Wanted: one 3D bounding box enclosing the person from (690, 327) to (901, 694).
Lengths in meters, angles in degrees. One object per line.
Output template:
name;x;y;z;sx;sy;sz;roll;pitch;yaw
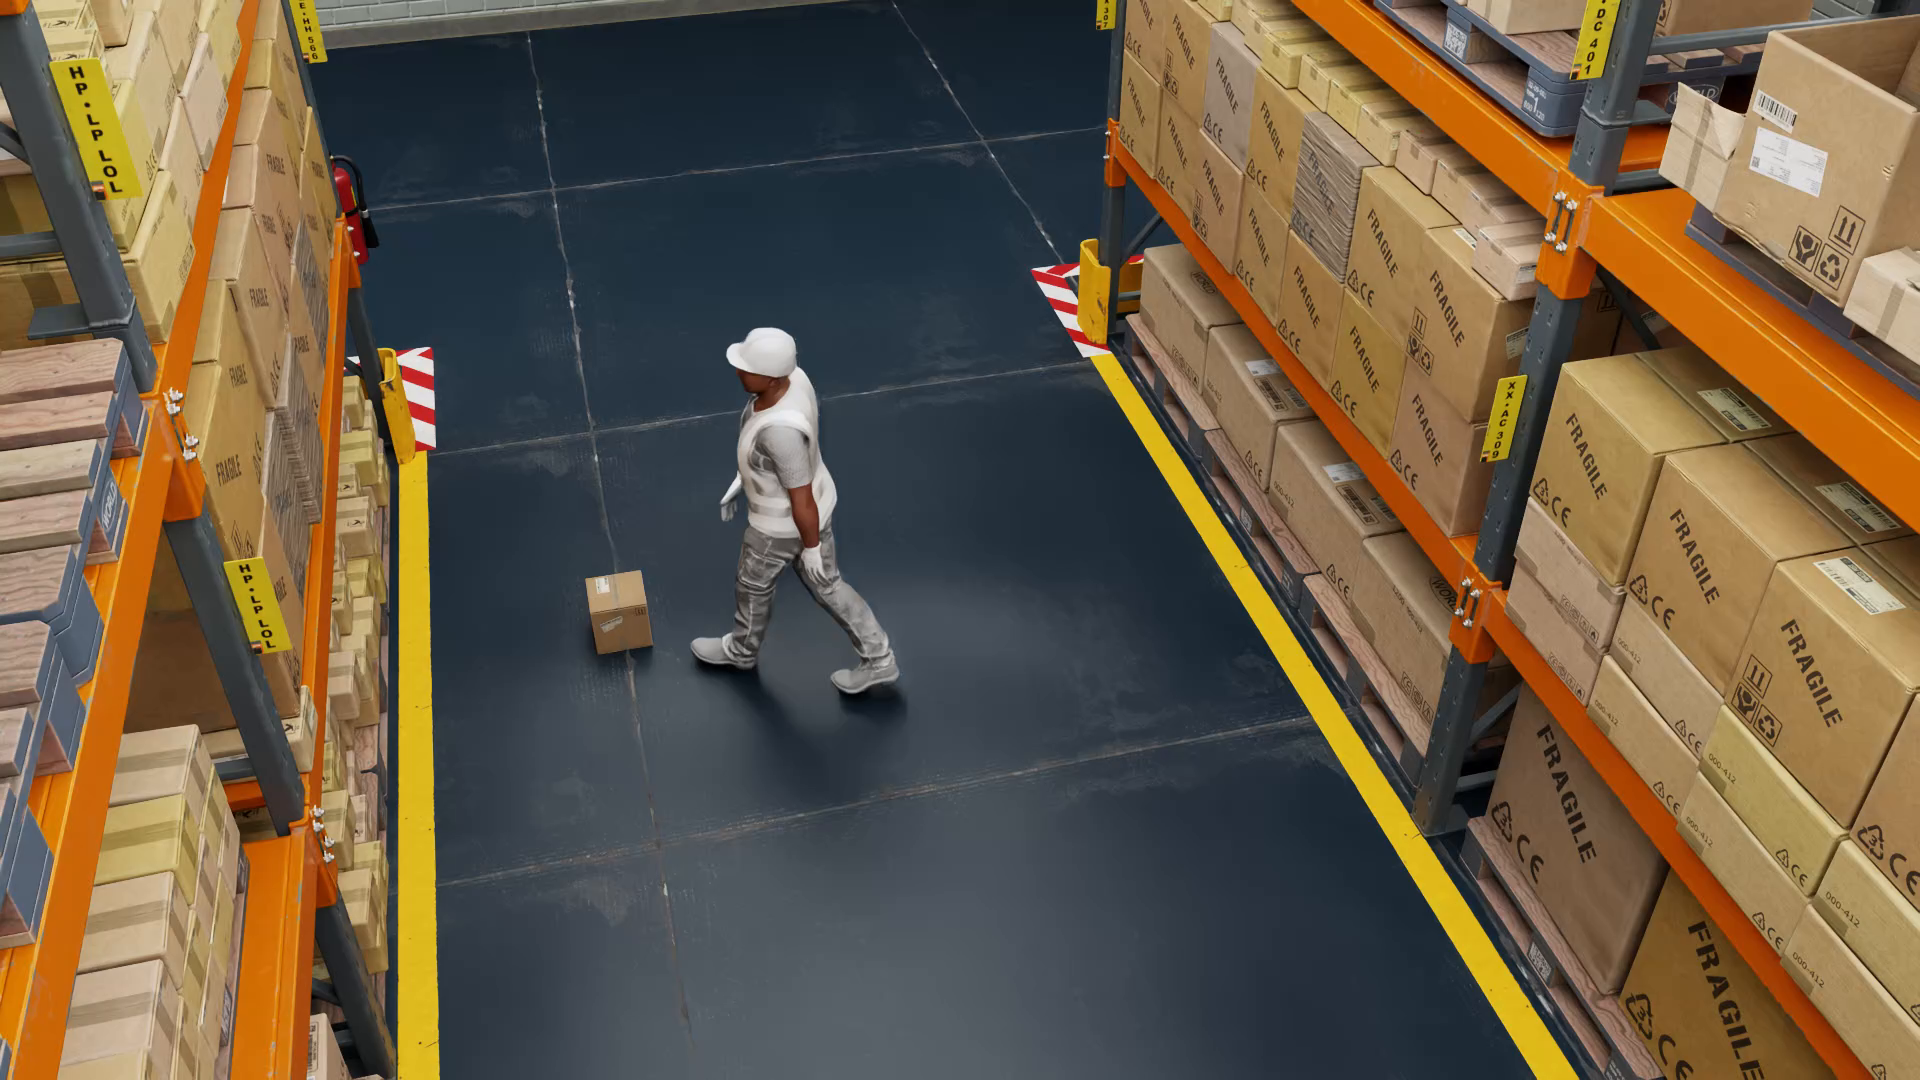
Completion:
person;-0.721;-0.124;6.875;0.974;1.741;0.532;8;39;11
